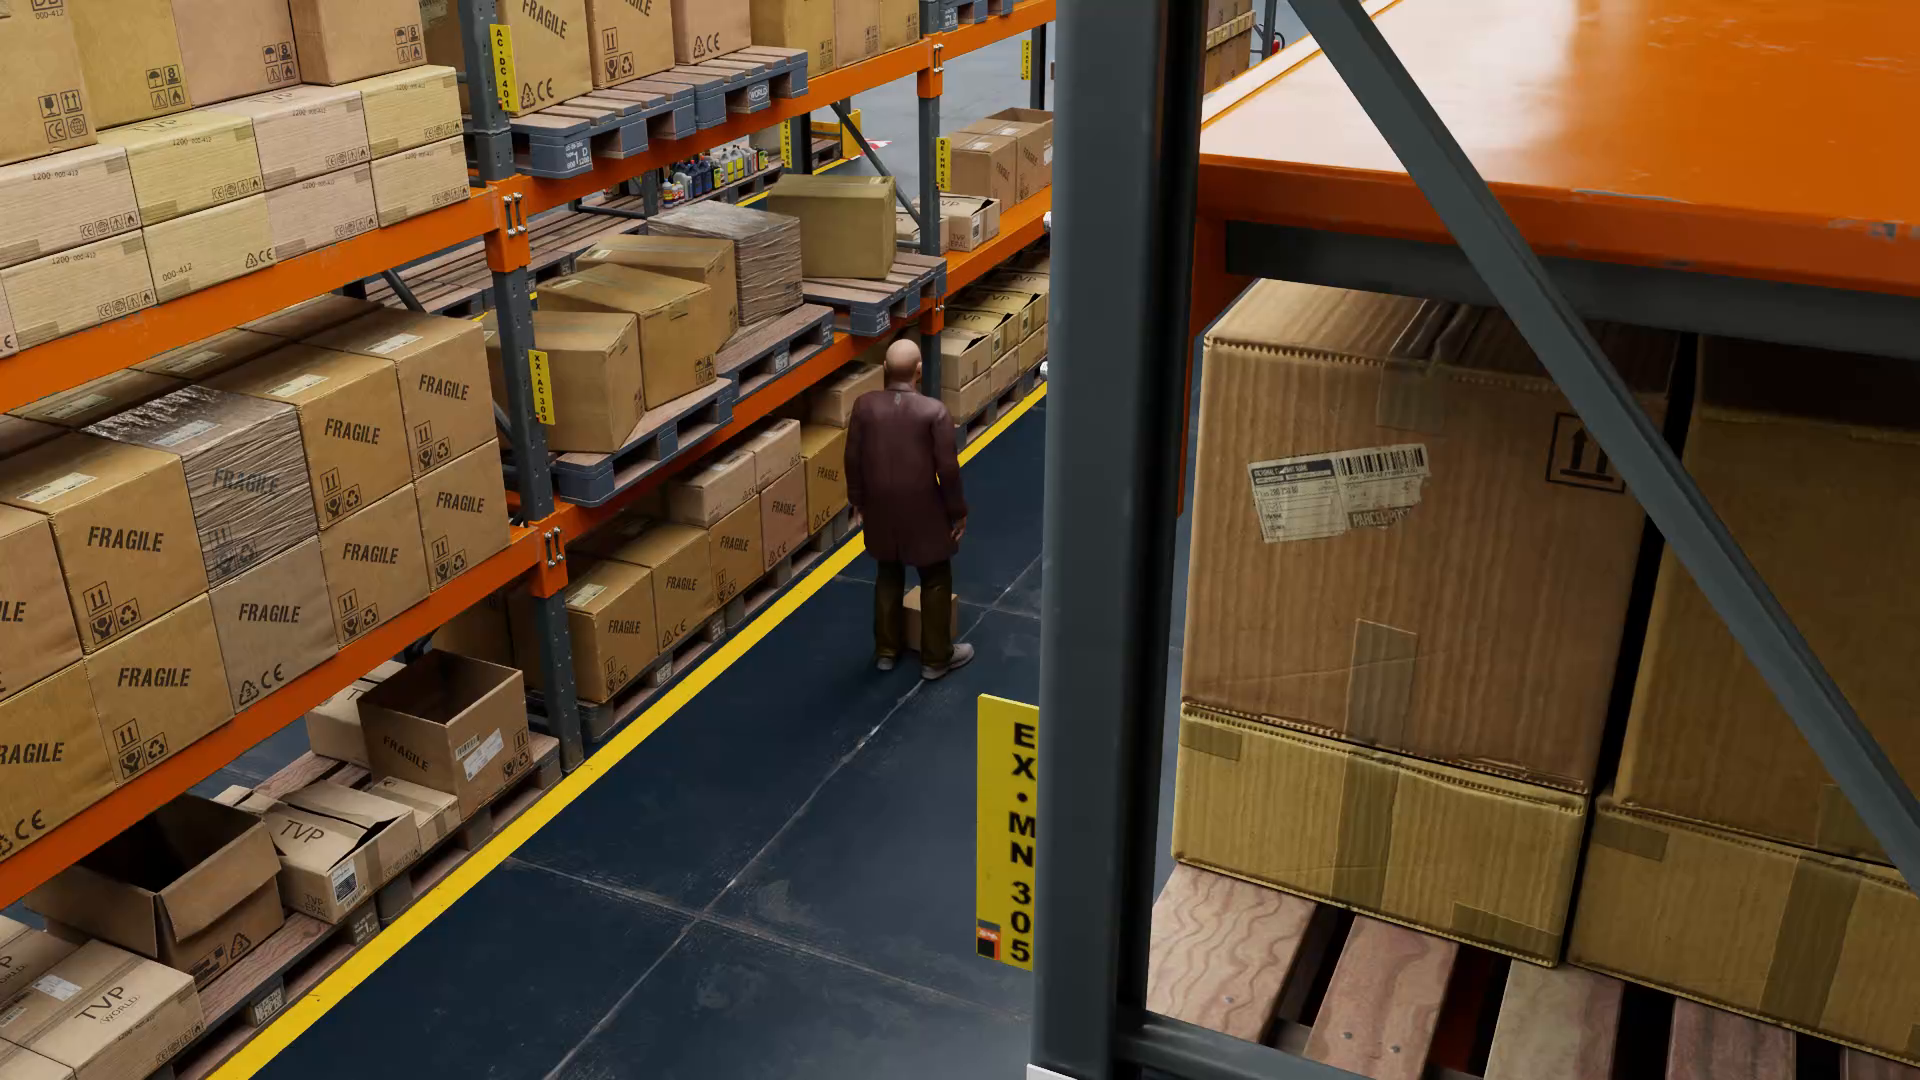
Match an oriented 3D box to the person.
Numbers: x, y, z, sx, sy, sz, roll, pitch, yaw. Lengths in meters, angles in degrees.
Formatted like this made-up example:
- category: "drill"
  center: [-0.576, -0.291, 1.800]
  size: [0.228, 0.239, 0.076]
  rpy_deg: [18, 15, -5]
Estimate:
- category: "person"
  center: [-0.271, -0.156, 8.451]
  size: [0.654, 1.774, 0.424]
  rpy_deg: [10, 27, 19]
